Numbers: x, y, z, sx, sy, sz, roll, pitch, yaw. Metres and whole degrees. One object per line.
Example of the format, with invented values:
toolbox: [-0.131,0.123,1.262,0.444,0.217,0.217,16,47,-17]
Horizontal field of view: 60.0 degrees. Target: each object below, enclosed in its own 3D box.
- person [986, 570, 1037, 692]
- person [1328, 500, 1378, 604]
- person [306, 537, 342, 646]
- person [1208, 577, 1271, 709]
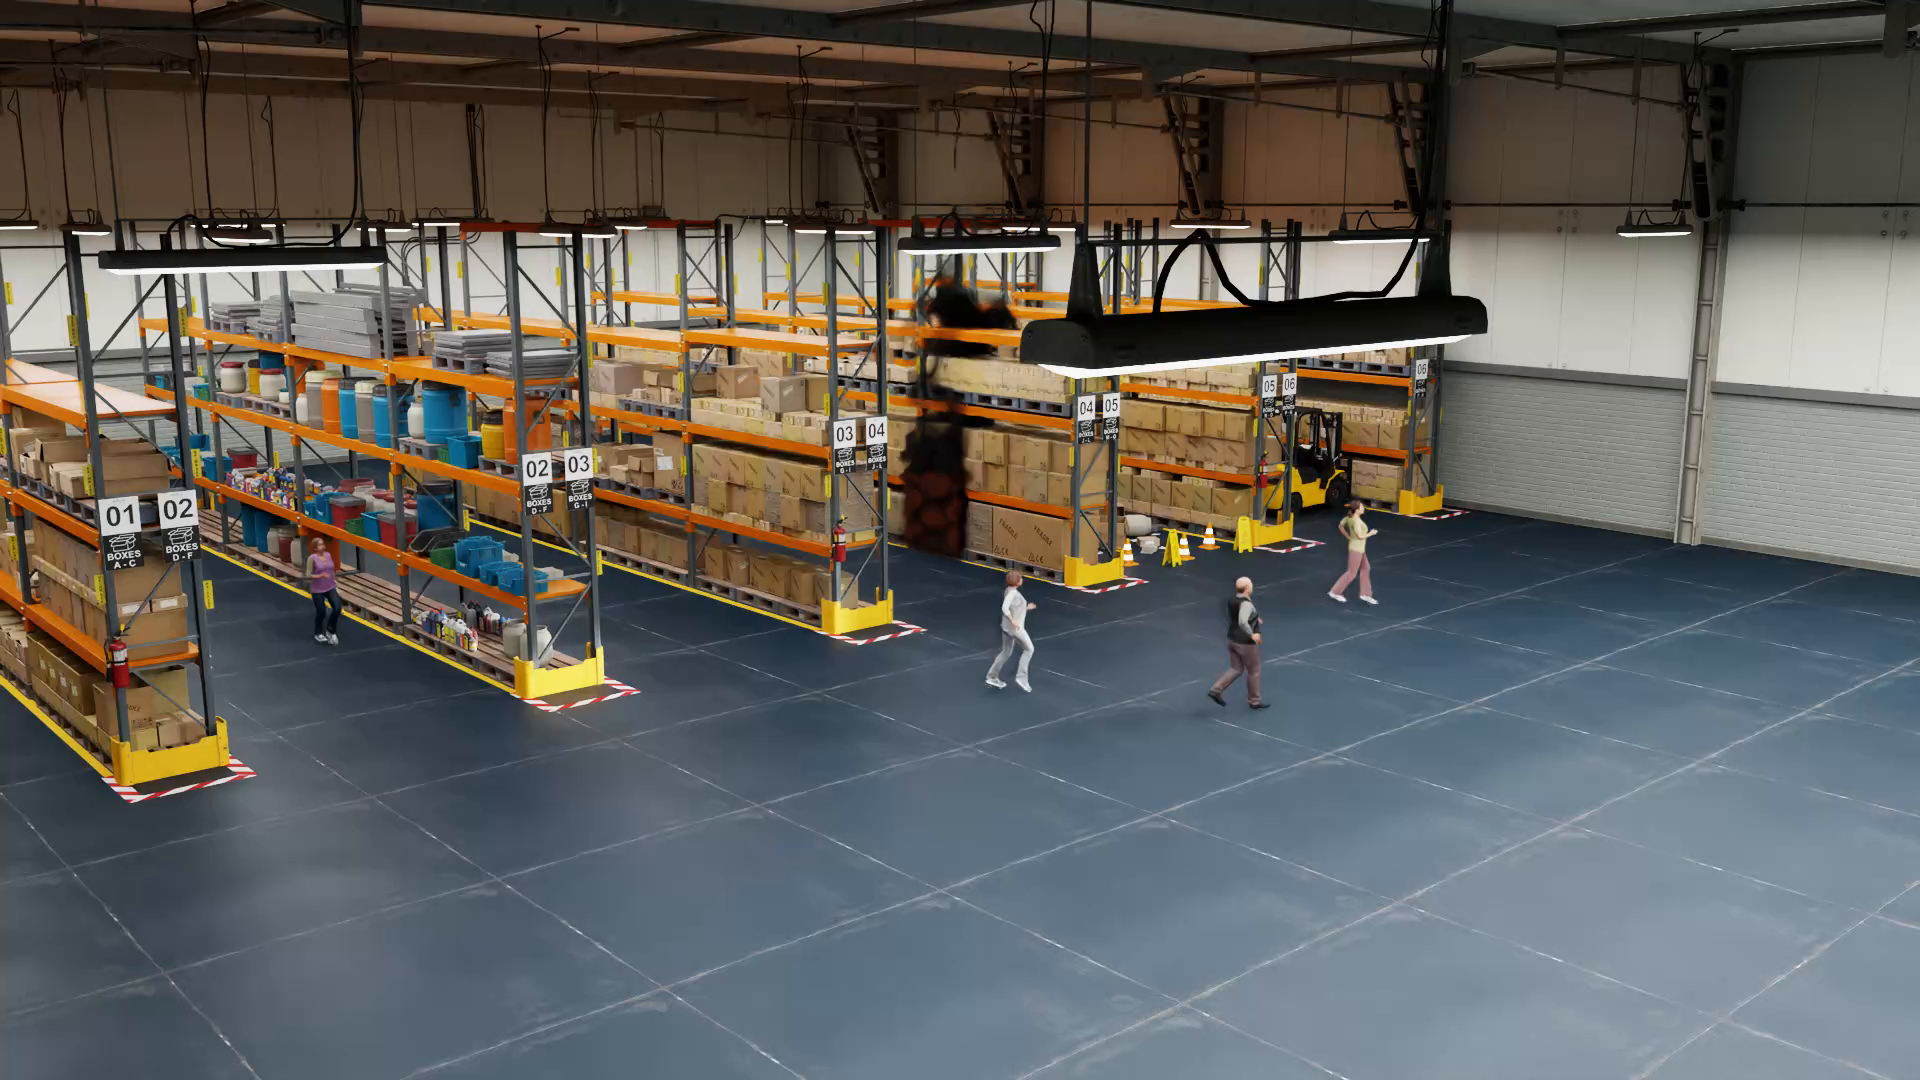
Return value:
person: [0.691,1.253,21.896,0.718,1.543,0.518,-4,12,-17]
person: [6.313,0.201,26.553,0.814,1.703,0.565,1,11,5]
person: [-9.208,0.753,24.109,0.639,1.608,0.517,11,15,42]
person: [3.559,1.306,20.993,0.844,1.709,0.671,-4,12,-21]
